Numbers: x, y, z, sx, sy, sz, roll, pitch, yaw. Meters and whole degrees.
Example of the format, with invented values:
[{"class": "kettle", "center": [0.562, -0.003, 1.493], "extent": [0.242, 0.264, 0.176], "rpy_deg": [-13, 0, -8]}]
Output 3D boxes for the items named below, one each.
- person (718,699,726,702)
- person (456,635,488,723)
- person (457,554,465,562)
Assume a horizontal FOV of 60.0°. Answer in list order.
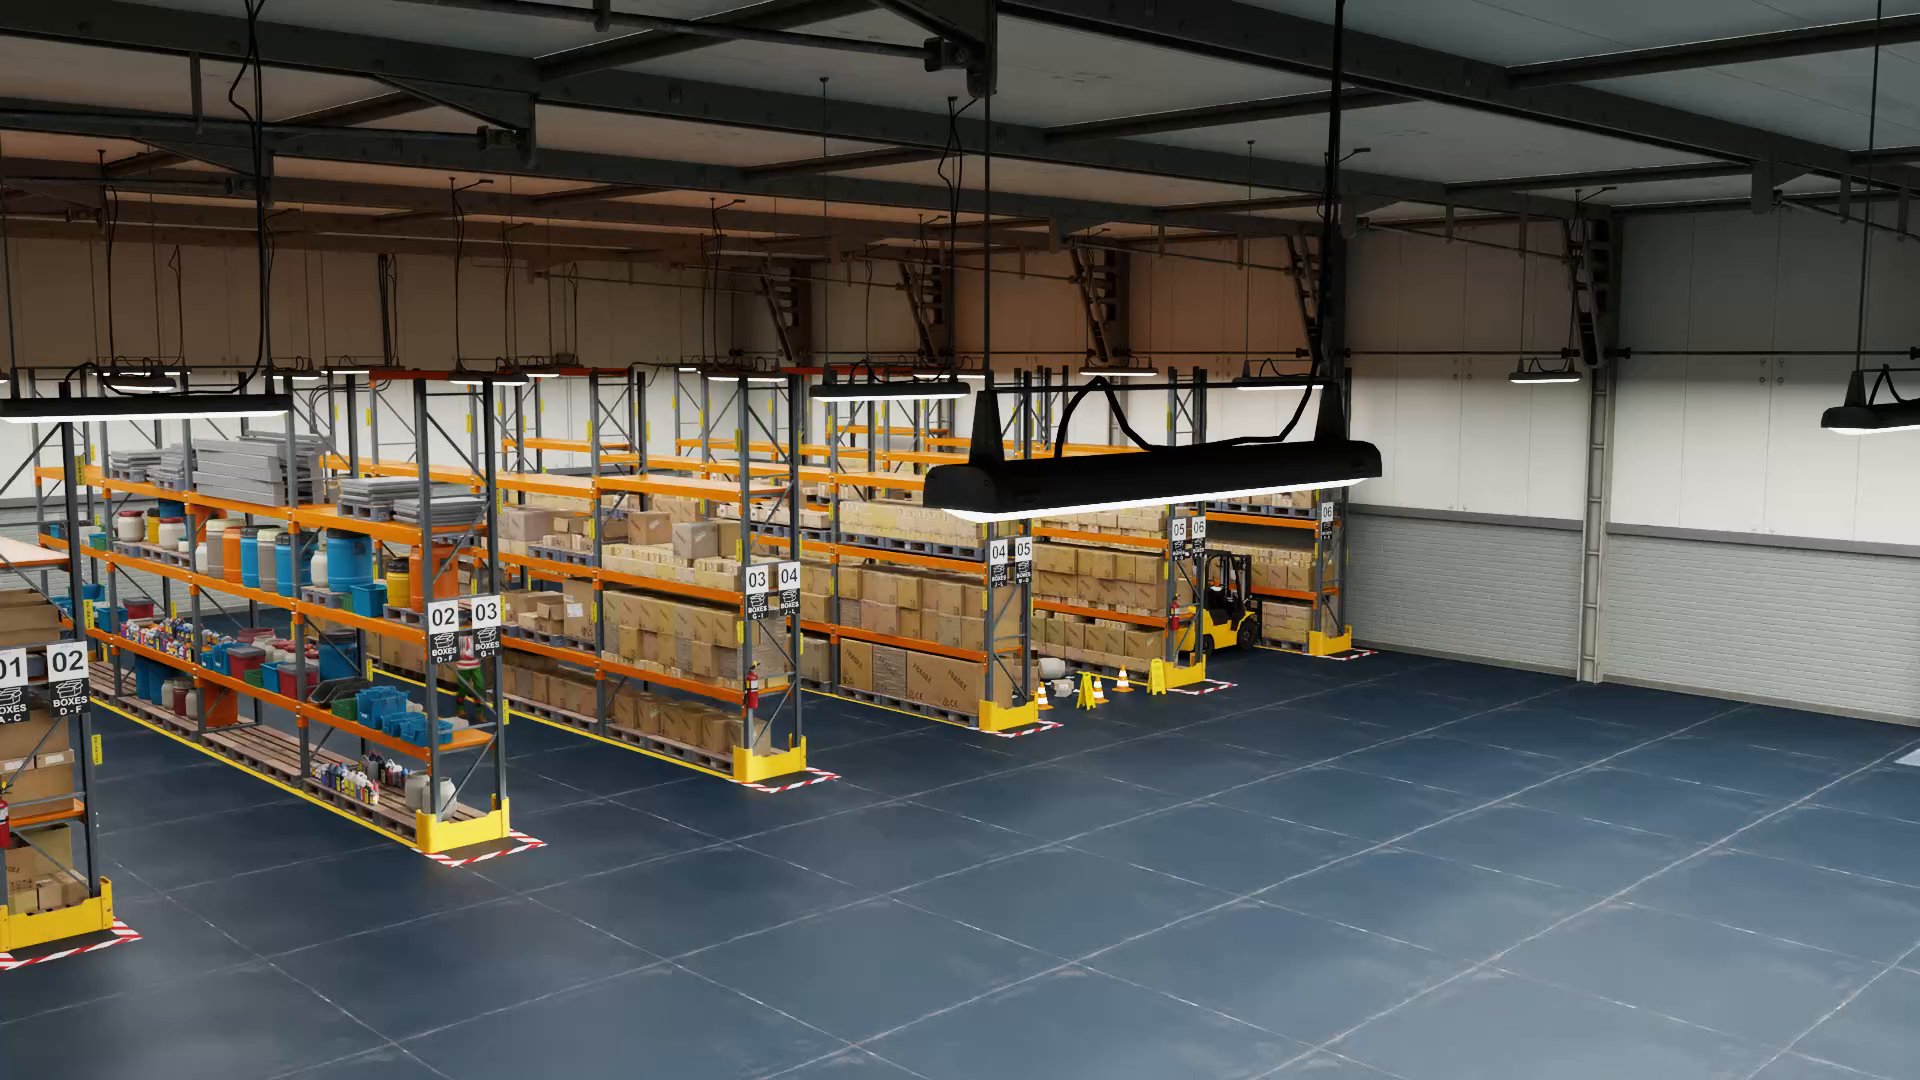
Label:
[{"class": "person", "center": [-4.124, 2.103, 29.792], "extent": [0.861, 1.855, 0.668], "rpy_deg": [4, 7, 30]}, {"class": "person", "center": [-8.452, 2.235, 28.538], "extent": [0.792, 1.851, 0.616], "rpy_deg": [5, 8, 39]}, {"class": "person", "center": [-11.782, 1.042, 39.079], "extent": [0.630, 1.741, 0.773], "rpy_deg": [2, 7, 16]}]
